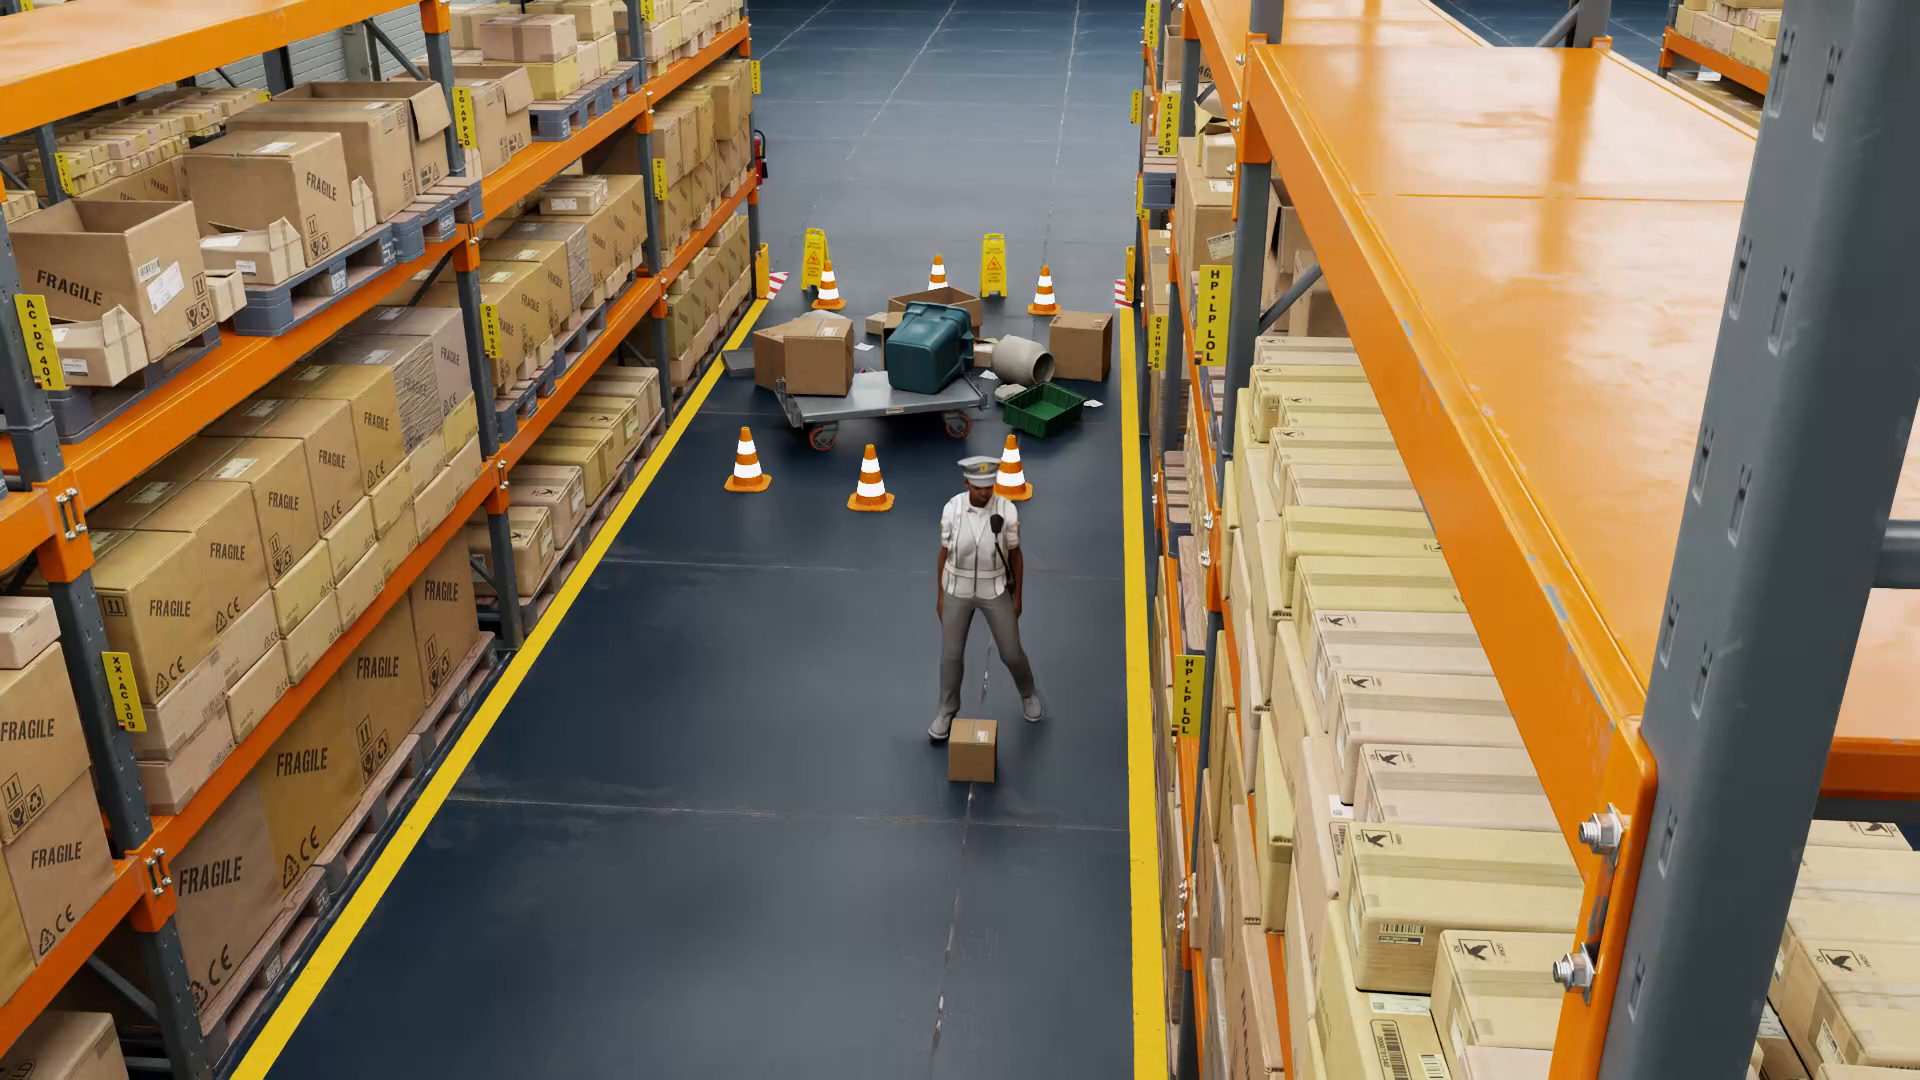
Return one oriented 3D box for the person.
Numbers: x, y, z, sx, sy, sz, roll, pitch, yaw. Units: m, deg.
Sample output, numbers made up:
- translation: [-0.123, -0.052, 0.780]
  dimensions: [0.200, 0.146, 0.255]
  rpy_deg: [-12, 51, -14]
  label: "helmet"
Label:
- translation: [0.157, 0.294, 9.301]
  dimensions: [0.647, 1.670, 0.519]
  rpy_deg: [2, 25, 4]
  label: "person"
